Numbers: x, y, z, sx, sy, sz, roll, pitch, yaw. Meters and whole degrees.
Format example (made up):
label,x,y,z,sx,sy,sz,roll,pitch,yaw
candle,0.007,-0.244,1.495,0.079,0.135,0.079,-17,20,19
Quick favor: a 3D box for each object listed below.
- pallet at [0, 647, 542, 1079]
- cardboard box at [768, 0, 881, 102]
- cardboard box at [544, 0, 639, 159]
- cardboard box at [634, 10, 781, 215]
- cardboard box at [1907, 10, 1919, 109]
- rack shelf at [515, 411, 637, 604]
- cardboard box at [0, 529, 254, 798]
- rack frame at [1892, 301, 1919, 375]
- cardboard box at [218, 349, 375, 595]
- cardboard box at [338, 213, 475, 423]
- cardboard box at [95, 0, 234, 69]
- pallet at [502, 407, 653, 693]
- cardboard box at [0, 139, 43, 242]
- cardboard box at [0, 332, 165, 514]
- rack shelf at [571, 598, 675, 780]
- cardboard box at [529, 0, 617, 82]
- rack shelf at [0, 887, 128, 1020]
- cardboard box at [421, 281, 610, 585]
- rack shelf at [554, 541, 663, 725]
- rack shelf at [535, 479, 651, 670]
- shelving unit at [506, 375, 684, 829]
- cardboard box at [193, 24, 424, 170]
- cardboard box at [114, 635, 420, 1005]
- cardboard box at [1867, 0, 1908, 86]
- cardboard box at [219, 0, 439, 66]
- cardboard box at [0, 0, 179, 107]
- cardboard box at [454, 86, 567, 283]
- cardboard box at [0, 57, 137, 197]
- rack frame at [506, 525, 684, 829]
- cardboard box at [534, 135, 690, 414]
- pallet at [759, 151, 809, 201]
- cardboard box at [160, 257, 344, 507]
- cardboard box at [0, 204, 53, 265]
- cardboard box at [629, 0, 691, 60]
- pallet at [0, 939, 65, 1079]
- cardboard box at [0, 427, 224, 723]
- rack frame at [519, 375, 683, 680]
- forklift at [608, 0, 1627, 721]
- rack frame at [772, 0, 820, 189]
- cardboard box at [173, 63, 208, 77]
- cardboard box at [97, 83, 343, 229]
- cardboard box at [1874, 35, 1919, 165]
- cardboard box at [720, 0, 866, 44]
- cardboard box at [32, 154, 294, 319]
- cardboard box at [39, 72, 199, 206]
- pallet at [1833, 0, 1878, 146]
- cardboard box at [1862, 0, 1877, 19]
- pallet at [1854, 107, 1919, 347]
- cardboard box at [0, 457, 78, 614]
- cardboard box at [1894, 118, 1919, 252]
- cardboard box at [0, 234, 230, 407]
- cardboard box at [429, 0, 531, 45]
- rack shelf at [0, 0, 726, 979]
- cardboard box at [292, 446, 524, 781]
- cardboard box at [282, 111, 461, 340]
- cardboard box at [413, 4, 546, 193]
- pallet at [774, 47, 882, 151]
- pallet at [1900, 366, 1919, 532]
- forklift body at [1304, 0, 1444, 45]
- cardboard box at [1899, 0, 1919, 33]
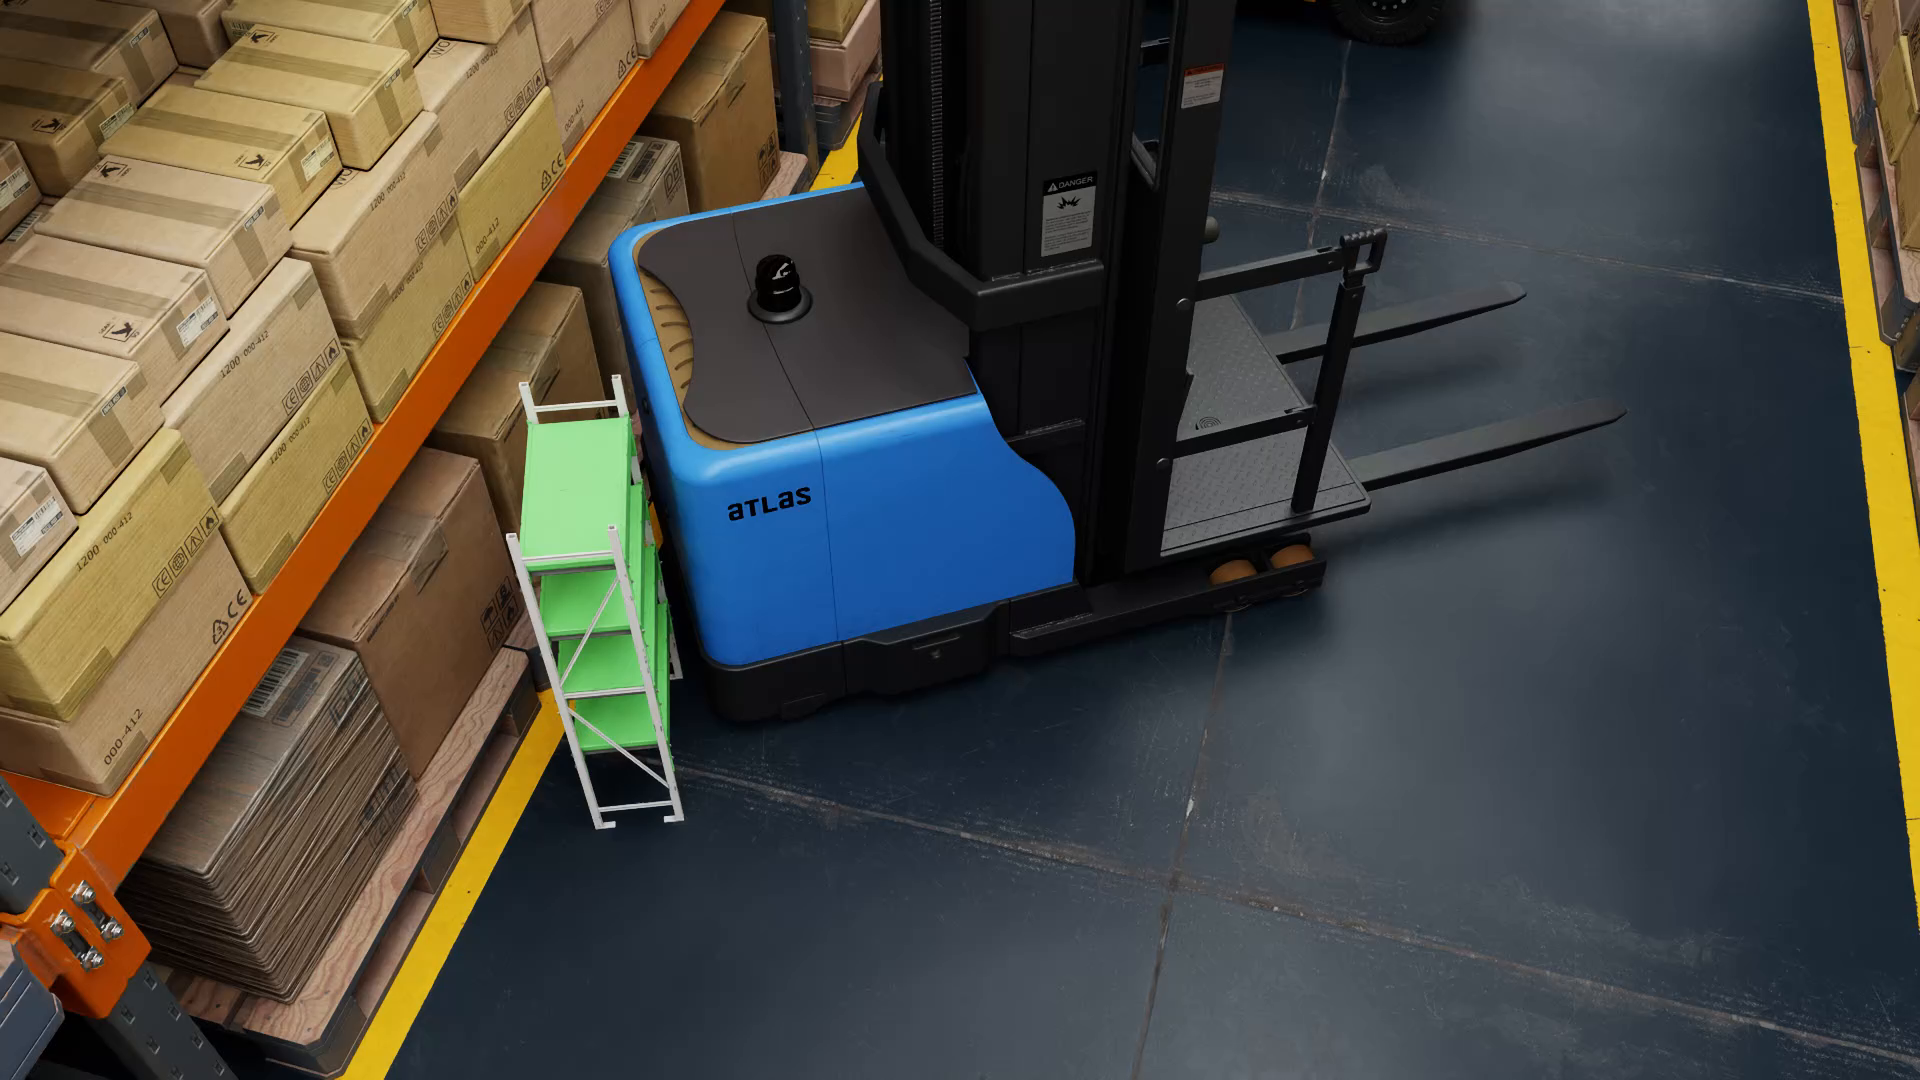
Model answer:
label,x,y,z,sx,sy,sz,roll,pitch,yaw
pallet,-1.847,0.730,4.465,1.003,0.211,1.213,12,50,10
cardboard box,-0.602,-2.012,6.579,0.500,0.250,0.500,12,50,10
cardboard box,-1.216,-1.315,4.510,0.500,0.250,0.500,12,50,10
cardboard box,-1.175,-1.472,5.852,0.875,0.625,0.625,14,50,12
cardboard box,3.770,-1.848,5.934,0.500,0.500,0.500,12,50,11
rack shelf,-0.907,-0.078,3.964,0.258,0.148,0.480,-5,49,-4
cardboard box,-1.749,0.171,3.198,0.500,0.250,0.500,12,50,10
rack frame,3.741,-1.522,4.593,1.000,3.000,0.127,12,50,10
cardboard box,-1.612,-0.191,3.518,0.500,0.250,0.500,11,49,9
cardboard box,-1.483,-0.565,3.848,0.500,0.250,0.500,10,49,9
cardboard box,-1.826,-1.243,3.847,0.380,0.149,0.250,13,50,11
pallet,-1.524,-0.150,5.242,1.003,0.211,1.213,12,50,10
cardboard box,-2.126,-0.706,3.373,0.380,0.149,0.250,11,49,9
cardboard box,-1.664,-0.219,2.943,0.380,0.149,0.250,13,50,11
rack shelf,-0.907,0.398,4.504,0.258,0.148,0.480,-5,49,-4
cardboard box,-1.200,-1.467,4.310,0.500,0.250,0.500,12,50,11
rack shelf,-2.628,2.079,1.894,1.077,0.370,4.000,12,50,10
cardboard box,-1.583,-0.368,4.878,0.875,0.625,0.625,10,49,8
rack shelf,-0.907,0.239,4.324,0.258,0.148,0.480,-5,49,-4
rack shelf,-0.907,0.081,4.144,0.258,0.148,0.480,-5,49,-4
shelving unit,-0.907,0.197,4.276,0.258,1.200,0.503,-5,49,-4
cardboard box,-1.404,-0.961,3.598,0.380,0.149,0.250,13,50,11
cardboard box,-1.924,0.593,4.030,0.875,0.625,0.625,13,50,11
cardboard box,3.906,-1.986,6.556,0.500,0.250,0.500,12,50,11
cardboard box,-1.429,-1.168,3.781,0.380,0.149,0.250,12,50,10
cardboard box,-1.997,-1.077,3.701,0.380,0.149,0.250,11,49,9
cardboard box,-1.345,-0.940,4.179,0.500,0.250,0.500,13,50,11
cardboard box,-1.982,-0.880,3.527,0.380,0.149,0.250,11,50,10
rack frame,-0.878,0.379,4.115,0.240,1.200,0.015,-5,49,-4
cardboard box,-1.387,-0.912,5.358,0.875,0.625,0.625,11,50,10
pallet,-1.205,-1.035,6.023,1.003,0.211,1.213,12,50,10
cardboard box,-1.616,-0.356,3.330,0.500,0.250,0.500,13,50,11
cardboard box,-2.118,-0.471,3.432,0.500,0.250,0.500,12,50,10
cardboard box,-1.056,-1.668,4.822,0.500,0.250,0.500,11,50,10
pallet,-2.212,0.962,2.528,1.213,0.211,1.003,12,50,10
cardboard box,-1.725,0.011,3.006,0.500,0.250,0.500,12,50,10
rack frame,-0.935,0.016,4.436,0.240,1.200,0.015,-5,49,-4
forklift,0.592,-1.115,4.280,3.031,2.935,1.130,-14,50,-12
rack frame,-1.049,-2.499,5.455,1.000,3.000,0.127,12,50,10
cardboard box,-1.844,-1.195,4.071,0.500,0.250,0.500,11,49,9
cardboard box,-1.528,-0.789,3.446,0.380,0.149,0.250,12,50,10
cardboard box,3.768,-1.619,6.232,0.500,0.250,0.500,10,49,9
cardboard box,-0.624,-2.182,6.396,0.500,0.250,0.500,11,50,10
cardboard box,-1.565,-0.601,3.281,0.380,0.149,0.250,12,50,10
cardboard box,-1.984,-0.833,3.751,0.500,0.250,0.500,11,50,10
pallet,4.203,-1.977,6.854,1.003,0.211,1.213,12,50,10
cardboard box,4.042,-2.350,6.878,0.500,0.250,0.500,15,50,13
pallet,3.884,-1.092,6.073,1.003,0.211,1.213,12,50,10
cardboard box,-1.733,-0.026,2.773,0.380,0.149,0.250,13,50,11
cardboard box,3.637,-1.232,5.890,0.500,0.250,0.500,14,50,12
cardboard box,-1.622,-0.410,3.112,0.380,0.149,0.250,13,50,11
cardboard box,-1.227,-1.318,3.914,0.380,0.149,0.250,10,49,9
rack shelf,-1.575,-0.814,4.448,1.077,0.370,4.000,12,50,10
cardboard box,-1.760,0.119,4.448,0.875,0.625,0.625,13,50,11
cardboard box,-1.461,-0.731,3.661,0.500,0.250,0.500,10,49,9
cardboard box,-1.351,-1.105,3.992,0.500,0.250,0.500,12,50,11
pallet,-0.799,-2.143,7.000,1.003,0.211,1.213,12,50,10
pallet,3.537,-0.036,5.141,1.003,0.211,1.213,12,50,10
forklift body,1.265,-3.380,6.798,2.313,2.155,1.214,12,50,10
cardboard box,3.903,-2.218,6.260,0.500,0.500,0.500,14,50,12
